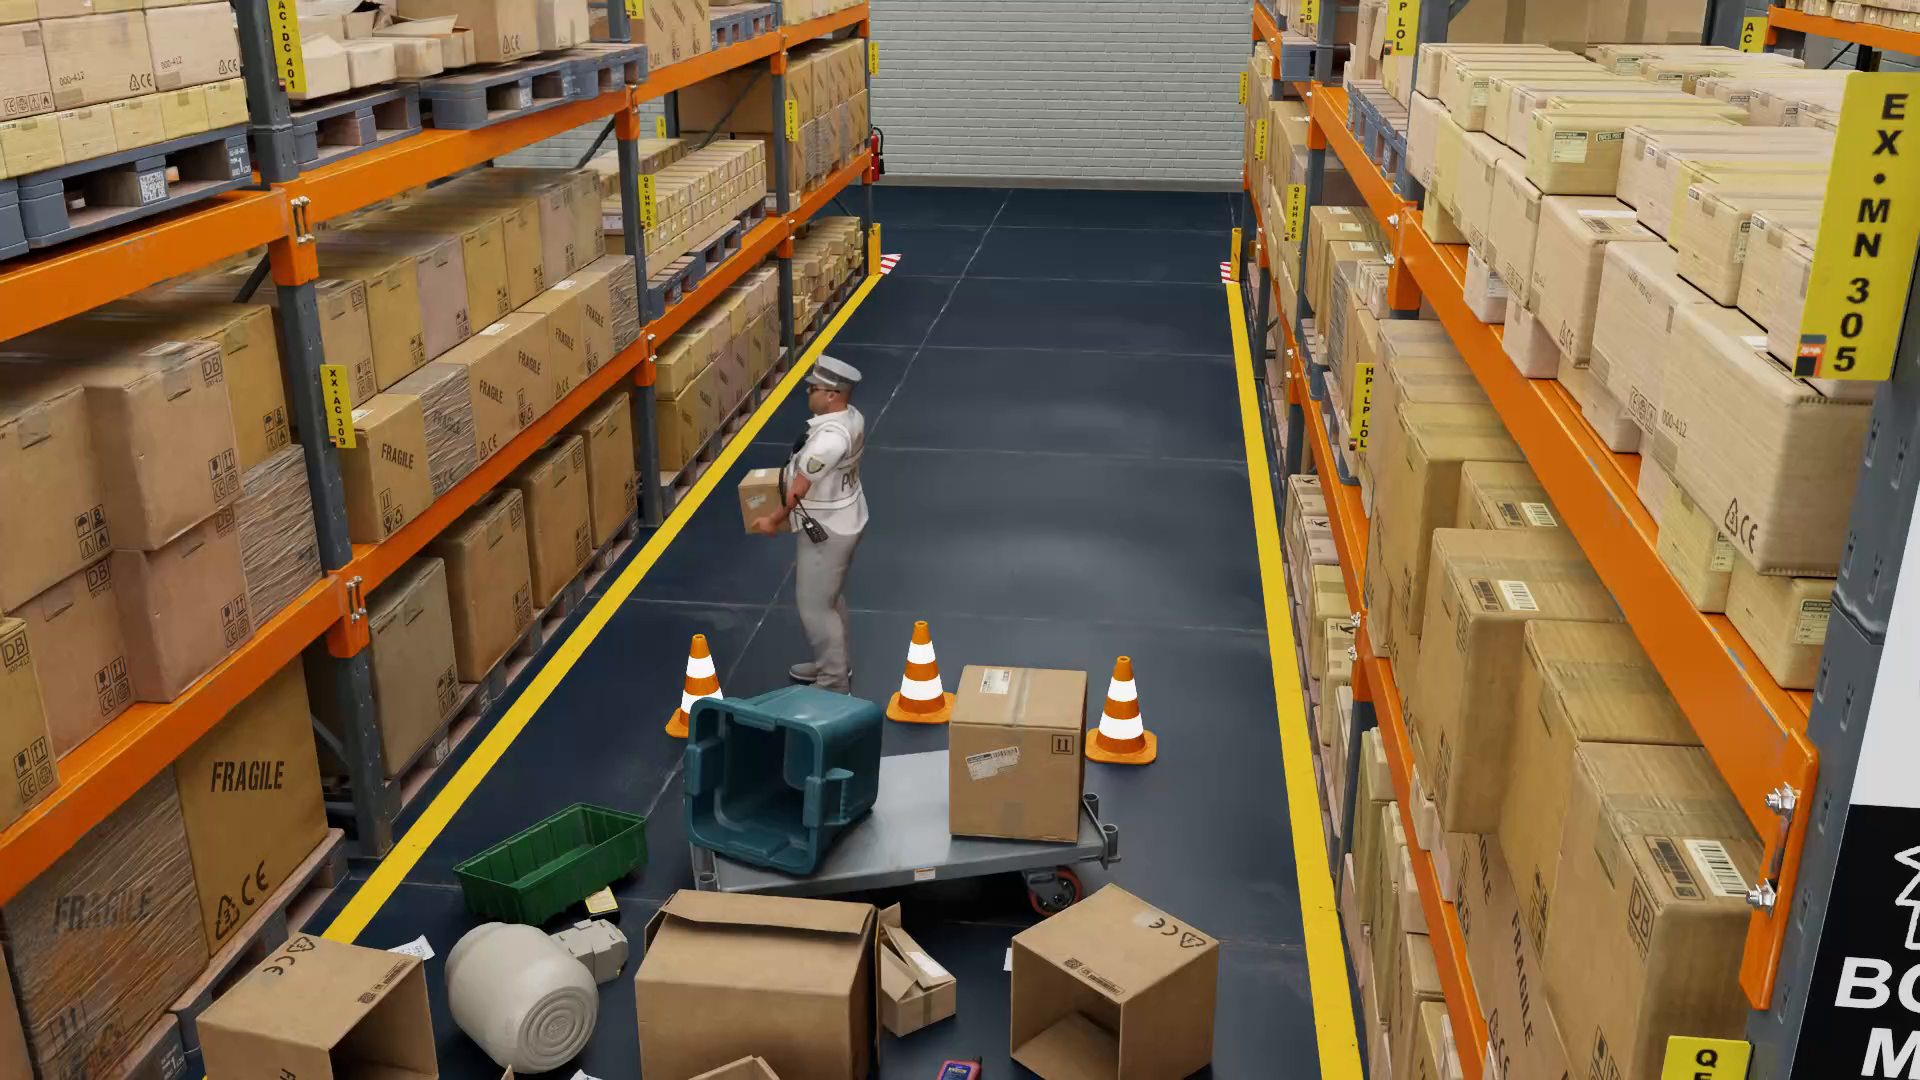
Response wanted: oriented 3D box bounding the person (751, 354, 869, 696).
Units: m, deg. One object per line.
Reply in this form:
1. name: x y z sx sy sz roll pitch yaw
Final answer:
1. person: -0.729 -0.063 8.207 0.566 1.768 0.493 3 21 7
